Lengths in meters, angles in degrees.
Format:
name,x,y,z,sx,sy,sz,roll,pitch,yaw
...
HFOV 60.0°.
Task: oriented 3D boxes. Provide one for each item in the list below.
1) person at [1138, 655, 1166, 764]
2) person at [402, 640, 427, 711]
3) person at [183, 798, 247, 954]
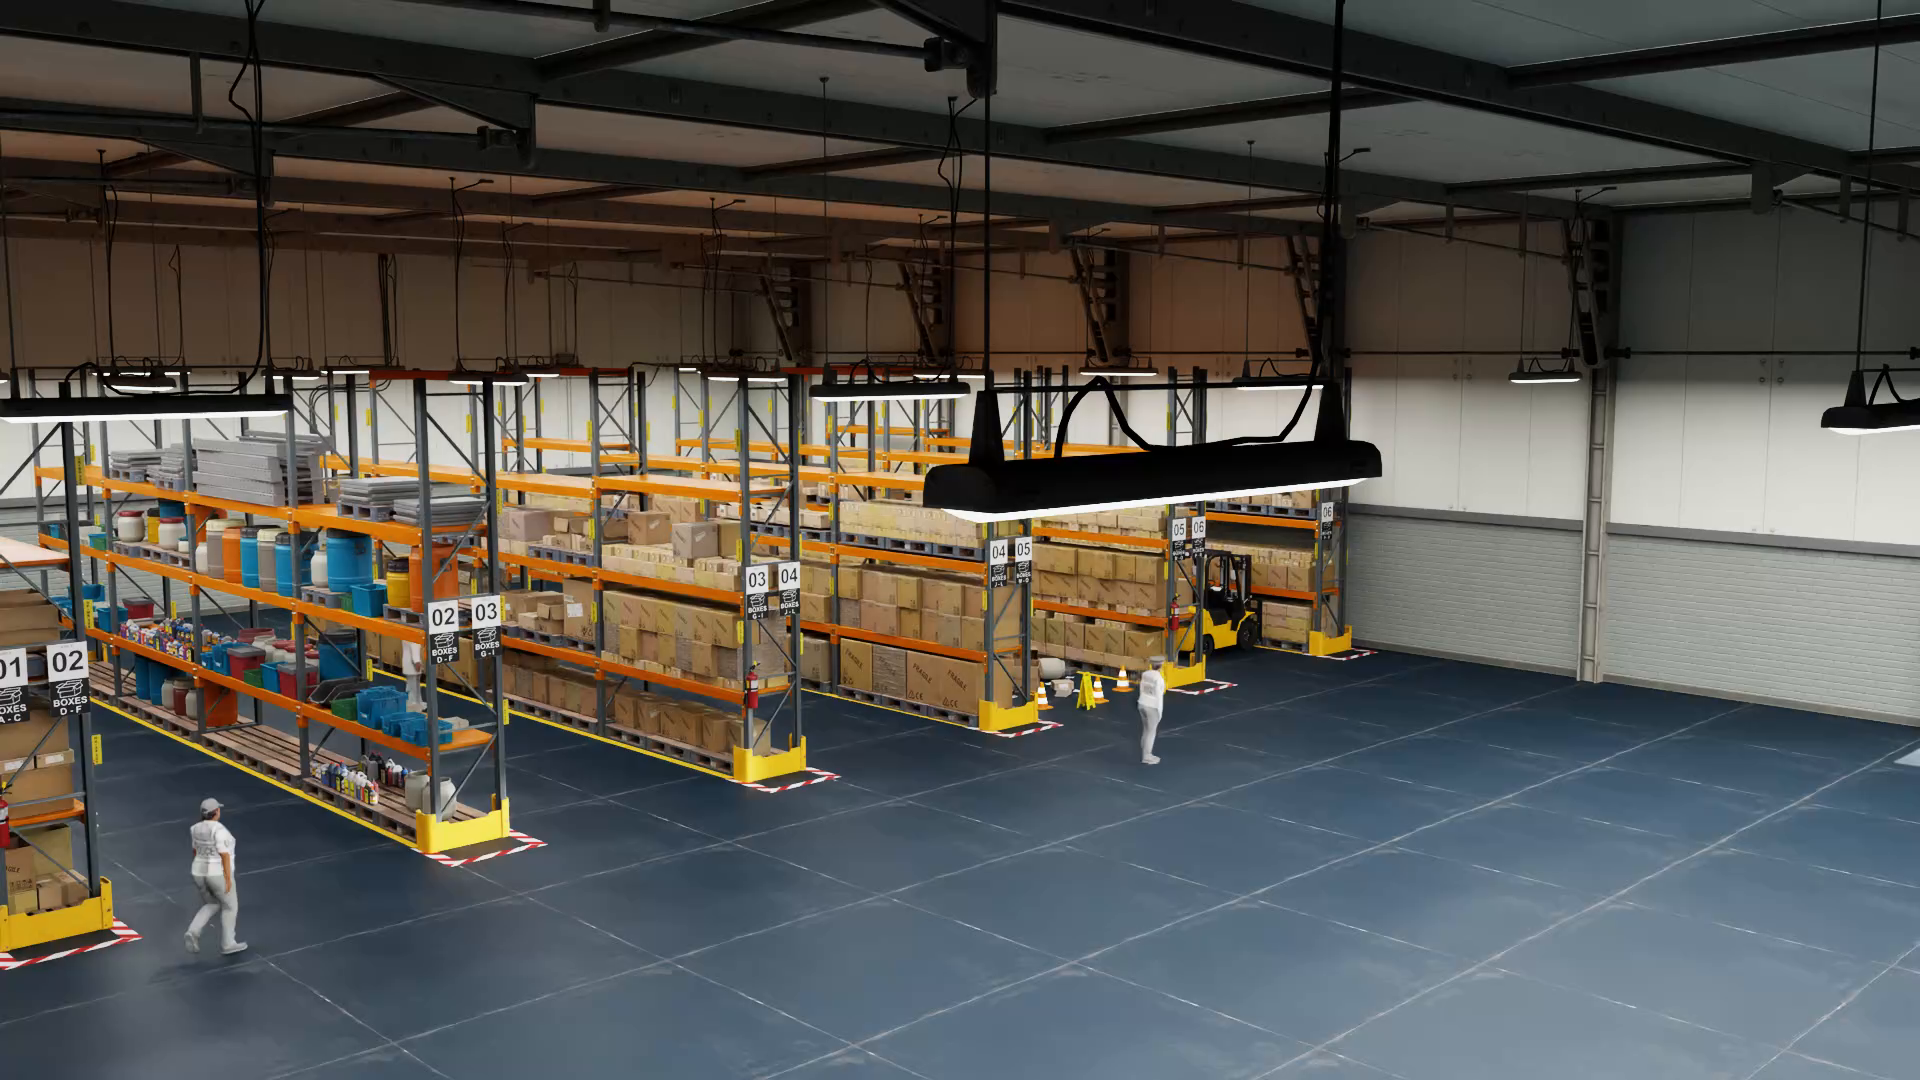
name,x,y,z,sx,sy,sz,roll,pitch,yaw
person,2.970,2.617,25.677,0.372,1.672,0.516,-4,7,-29
person,-9.644,2.136,29.435,0.460,1.788,0.642,-2,7,-14
person,-7.862,3.540,17.462,0.520,1.657,0.566,3,7,27
